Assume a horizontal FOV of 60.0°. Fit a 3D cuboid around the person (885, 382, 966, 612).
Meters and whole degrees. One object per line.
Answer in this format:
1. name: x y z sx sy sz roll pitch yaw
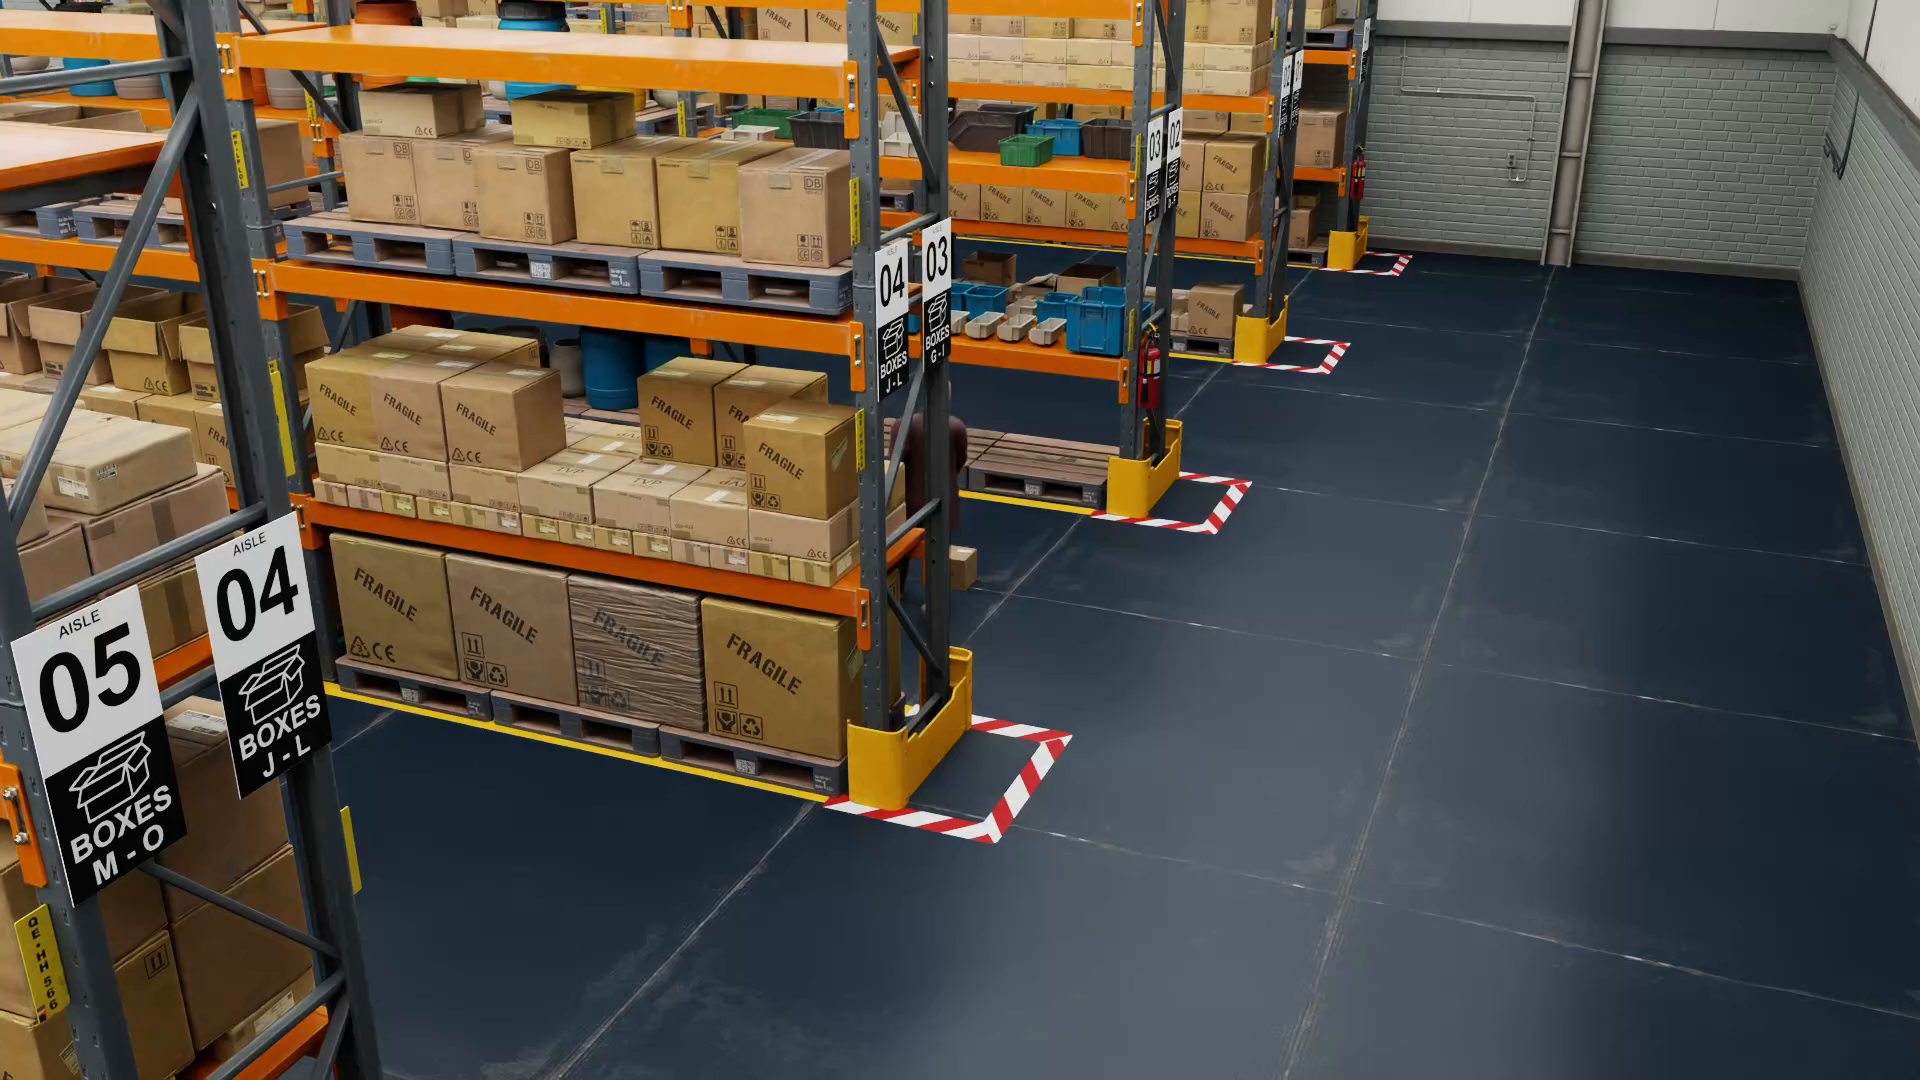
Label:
1. person: -0.252 -0.312 11.753 0.593 1.742 0.881 2 22 4
